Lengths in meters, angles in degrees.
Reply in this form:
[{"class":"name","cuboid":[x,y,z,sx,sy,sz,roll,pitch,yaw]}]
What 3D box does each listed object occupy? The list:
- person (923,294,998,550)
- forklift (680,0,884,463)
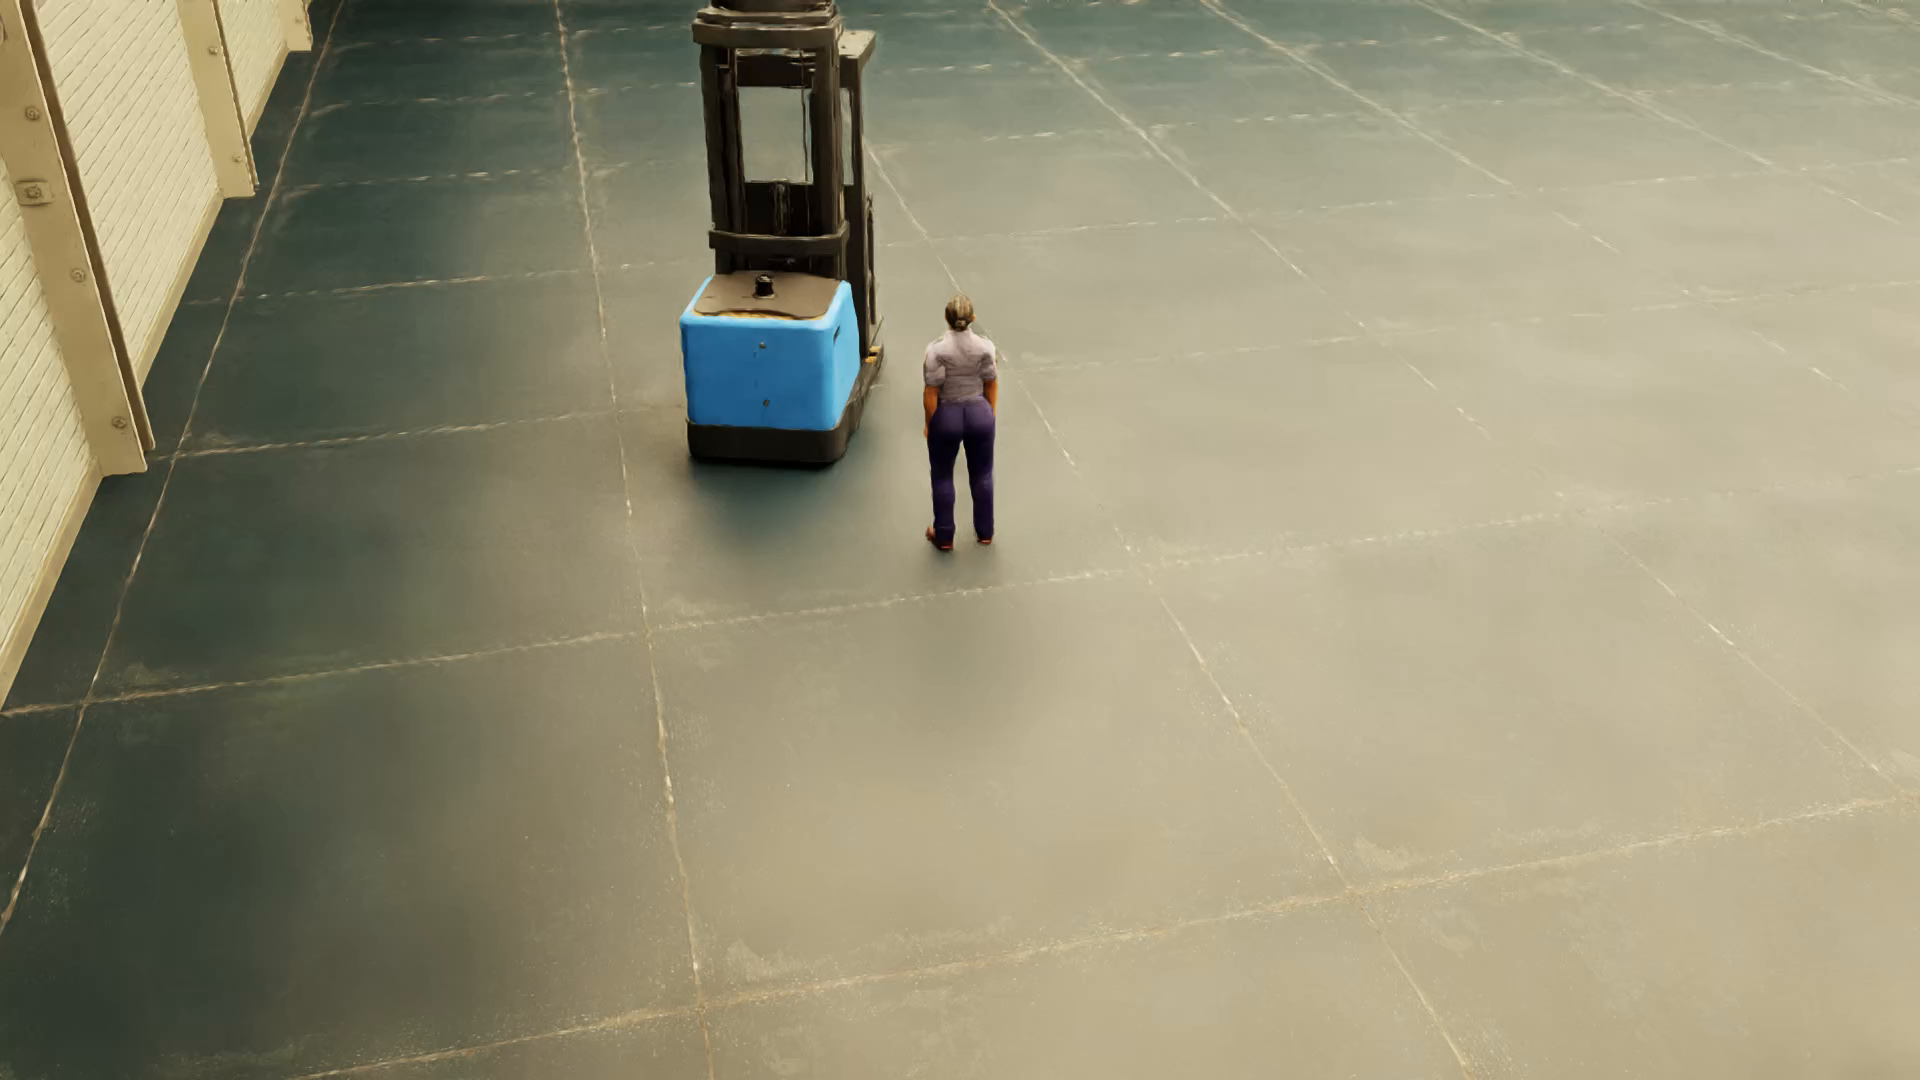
[{"class":"person","cuboid":[0.004,-0.712,10.107,0.480,1.635,0.349,-7,31,-12]},{"class":"forklift","cuboid":[-1.182,-2.508,11.906,1.130,2.935,3.031,3,30,6]}]
